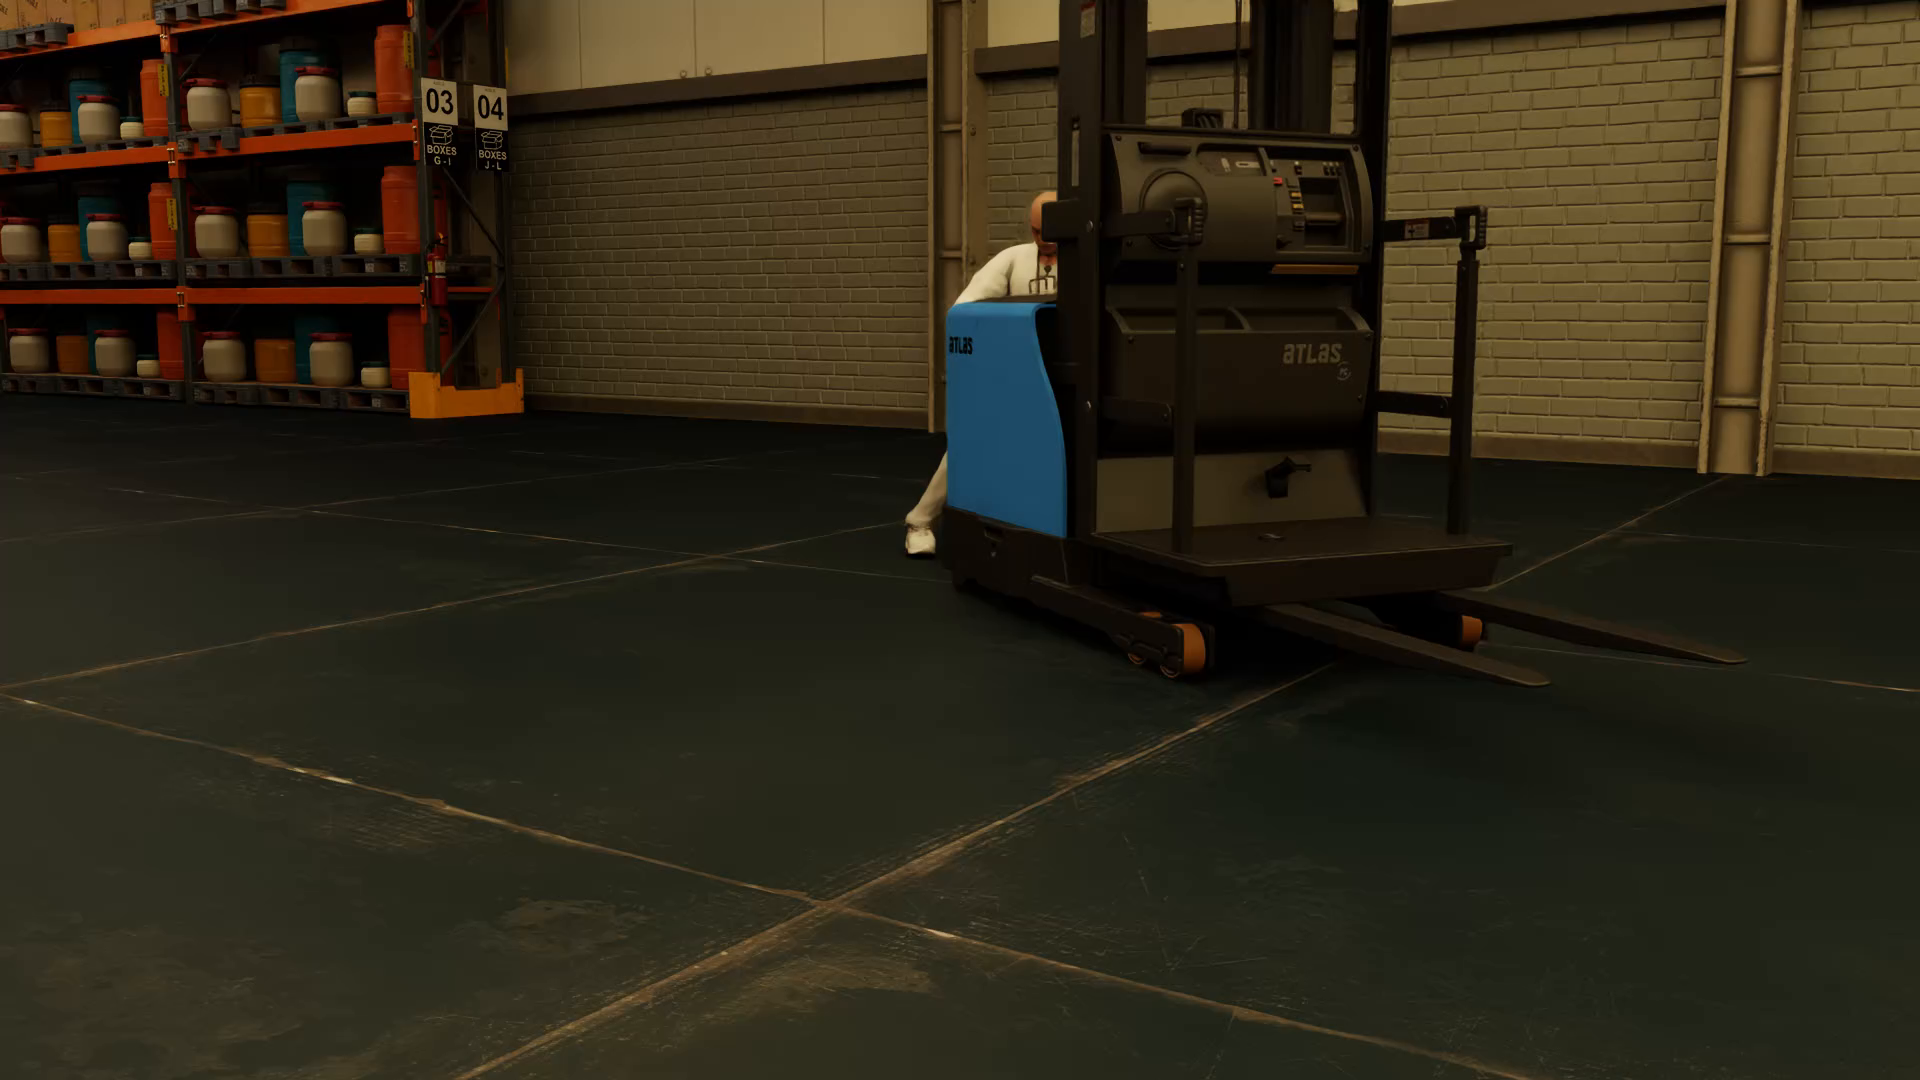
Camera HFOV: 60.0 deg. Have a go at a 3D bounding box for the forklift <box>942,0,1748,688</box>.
[{"bbox_3d":[0.984,-1.119,5.059,1.130,2.935,3.031,-4,9,-23],"label":"forklift"}]

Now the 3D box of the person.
[{"bbox_3d":[0.434,-0.718,7.146,1.353,1.549,0.756,2,8,13],"label":"person"}]
